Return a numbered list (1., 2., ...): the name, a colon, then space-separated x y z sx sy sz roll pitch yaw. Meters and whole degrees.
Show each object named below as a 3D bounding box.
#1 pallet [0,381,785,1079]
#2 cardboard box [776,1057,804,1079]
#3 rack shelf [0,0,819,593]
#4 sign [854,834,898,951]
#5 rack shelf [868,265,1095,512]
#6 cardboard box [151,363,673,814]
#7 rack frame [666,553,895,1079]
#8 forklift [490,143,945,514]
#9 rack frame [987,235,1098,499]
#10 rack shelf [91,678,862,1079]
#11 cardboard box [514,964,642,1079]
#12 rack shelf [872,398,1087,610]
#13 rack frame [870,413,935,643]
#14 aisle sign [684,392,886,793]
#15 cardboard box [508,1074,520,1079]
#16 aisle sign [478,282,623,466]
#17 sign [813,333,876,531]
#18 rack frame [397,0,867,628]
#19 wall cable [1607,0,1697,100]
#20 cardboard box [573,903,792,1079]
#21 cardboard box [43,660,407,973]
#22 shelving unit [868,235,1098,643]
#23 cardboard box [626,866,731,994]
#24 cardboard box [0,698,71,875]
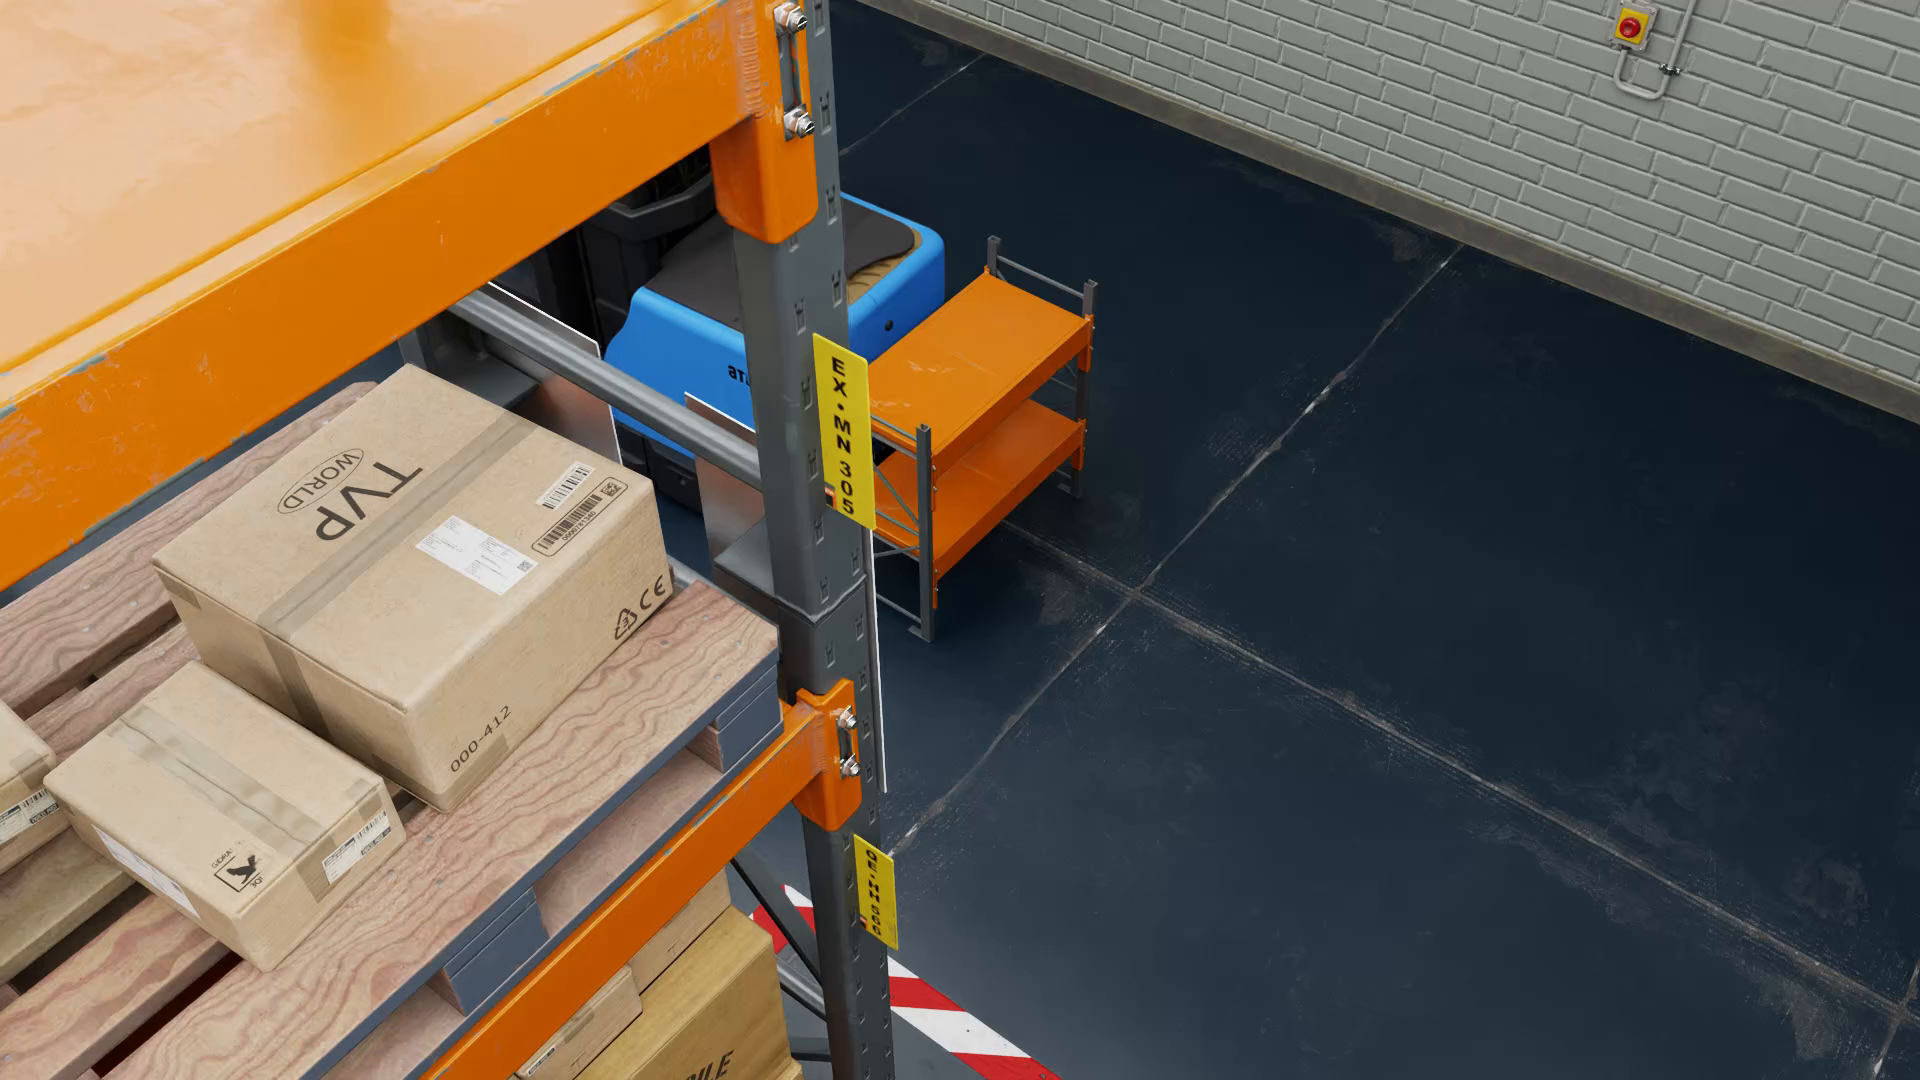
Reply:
1. pallet: -1.030 0.342 2.500 1.003 0.211 1.213 29 53 25
2. cardboard box: -0.671 1.277 3.551 0.500 0.500 0.500 29 53 25
3. rack shelf: -1.808 0.378 1.105 1.077 0.370 4.000 29 53 25
4. sign: -0.164 0.685 3.221 0.100 0.325 0.005 29 53 25
5. rack shelf: 0.004 -0.595 6.300 0.538 0.278 1.000 29 53 25
6. cardboard box: -0.789 0.052 2.460 0.500 0.250 0.500 25 51 22
7. rack frame: -0.585 0.919 3.963 1.000 3.000 0.127 29 53 25
8. forklift: -1.548 -1.805 6.612 3.031 2.935 1.130 27 52 23
9. rack frame: 0.315 -0.683 6.790 0.500 1.125 0.032 29 53 25
10. rack shelf: -1.808 1.276 2.045 1.077 0.370 4.000 29 53 25
11. cardboard box: -0.782 0.765 2.901 0.380 0.149 0.250 30 53 26
12. rack shelf: 0.004 -0.224 6.688 0.538 0.278 1.000 29 53 25
13. rack frame: -0.307 -0.102 6.234 0.500 1.125 0.032 29 53 25
14. aisle sign: -0.296 0.117 2.931 0.394 0.787 0.004 29 53 25
15. cardboard box: -0.873 0.950 2.724 0.380 0.149 0.250 29 53 25
16. aisle sign: -0.771 -0.149 3.184 0.394 0.787 0.004 29 53 25
17. sign: -0.164 -0.148 2.350 0.100 0.325 0.005 29 53 25
18. rack frame: -0.585 -1.153 1.793 1.000 3.000 0.127 29 53 25
19. wall cable: 2.844 -2.680 6.676 0.585 1.953 0.123 29 53 25
20. cardboard box: -0.691 0.920 3.201 0.500 0.500 0.500 31 54 26
21. cardboard box: -0.982 0.362 2.234 0.380 0.149 0.250 25 51 22
22. shelving unit: 0.004 -0.392 6.512 0.538 1.125 1.048 29 53 25
23. cardboard box: -0.646 0.609 3.050 0.380 0.149 0.250 30 53 25
24. cardboard box: -1.432 0.311 2.283 0.380 0.149 0.250 31 54 26
